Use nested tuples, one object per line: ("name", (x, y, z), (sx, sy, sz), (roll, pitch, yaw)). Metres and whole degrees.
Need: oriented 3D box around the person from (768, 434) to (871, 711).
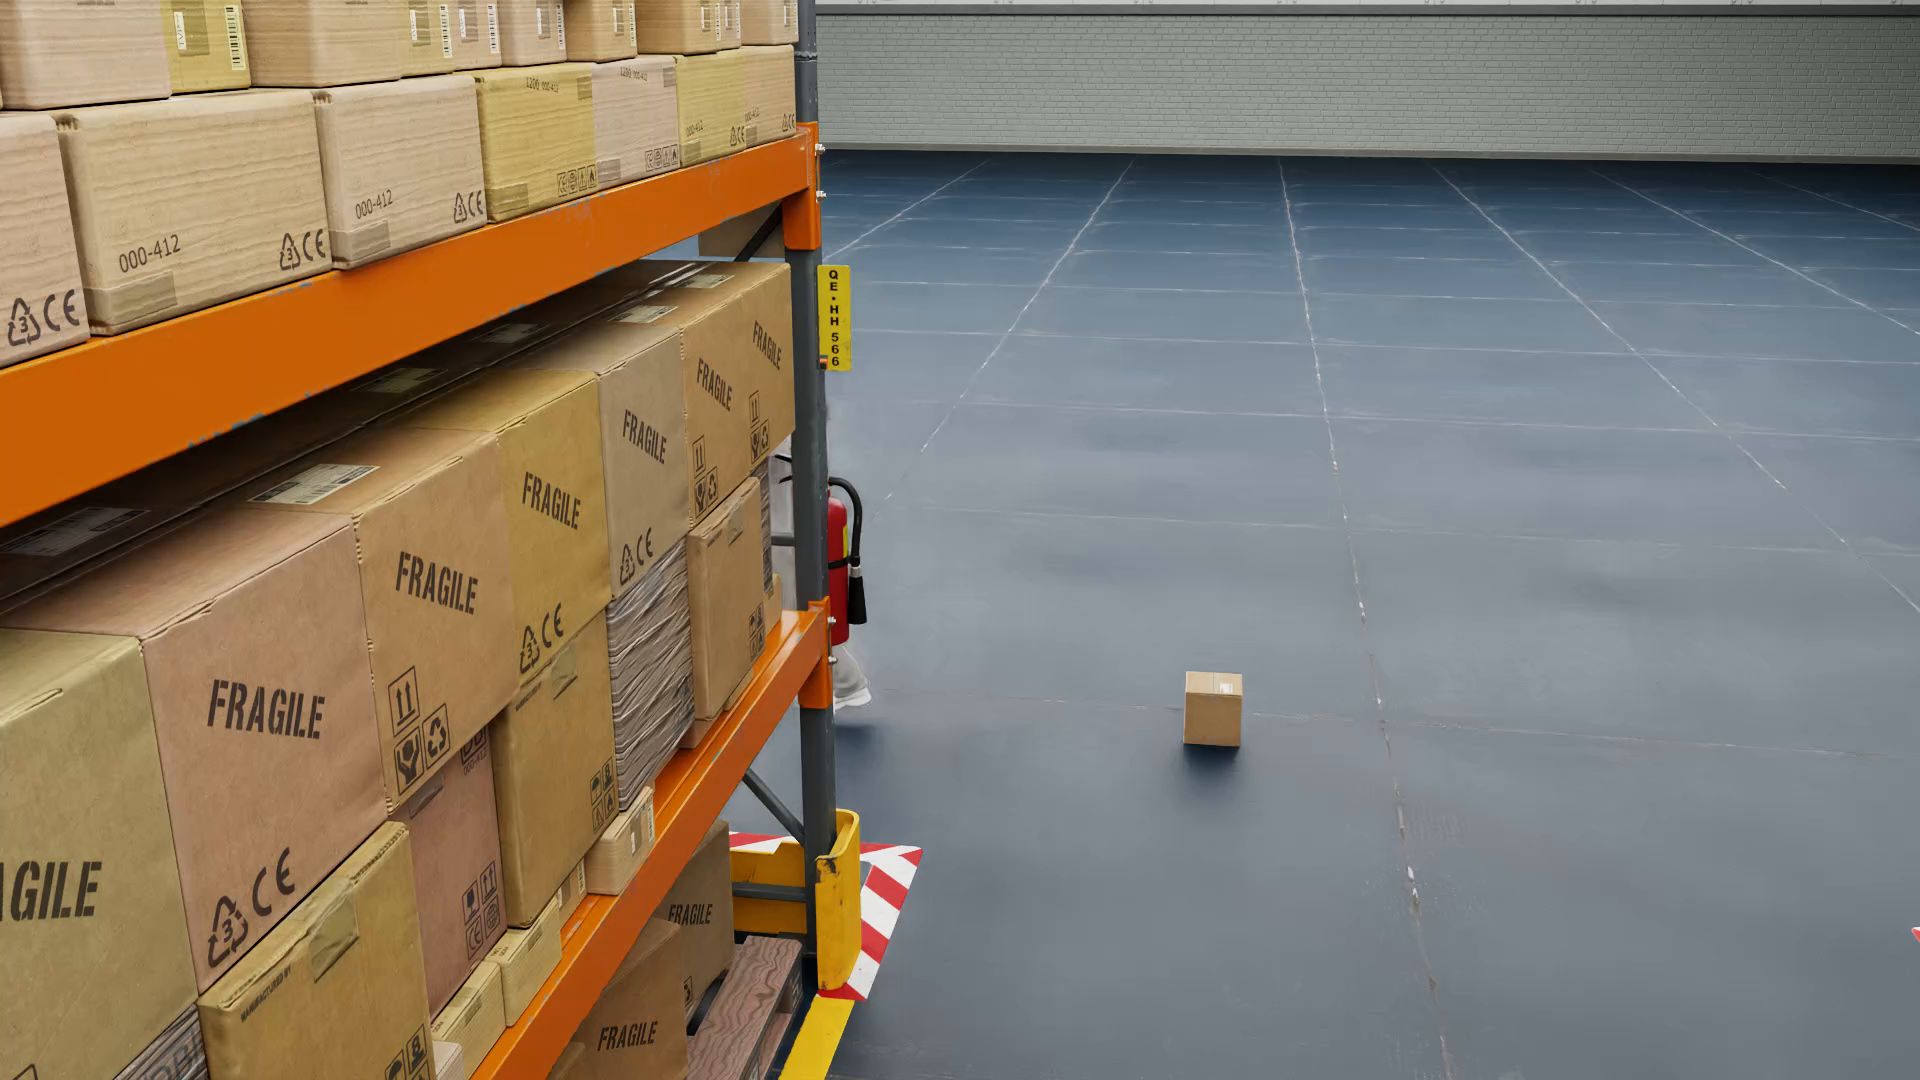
("person", (-0.927, 0.001, 7.534), (1.049, 1.610, 0.453), (2, 18, 7))
